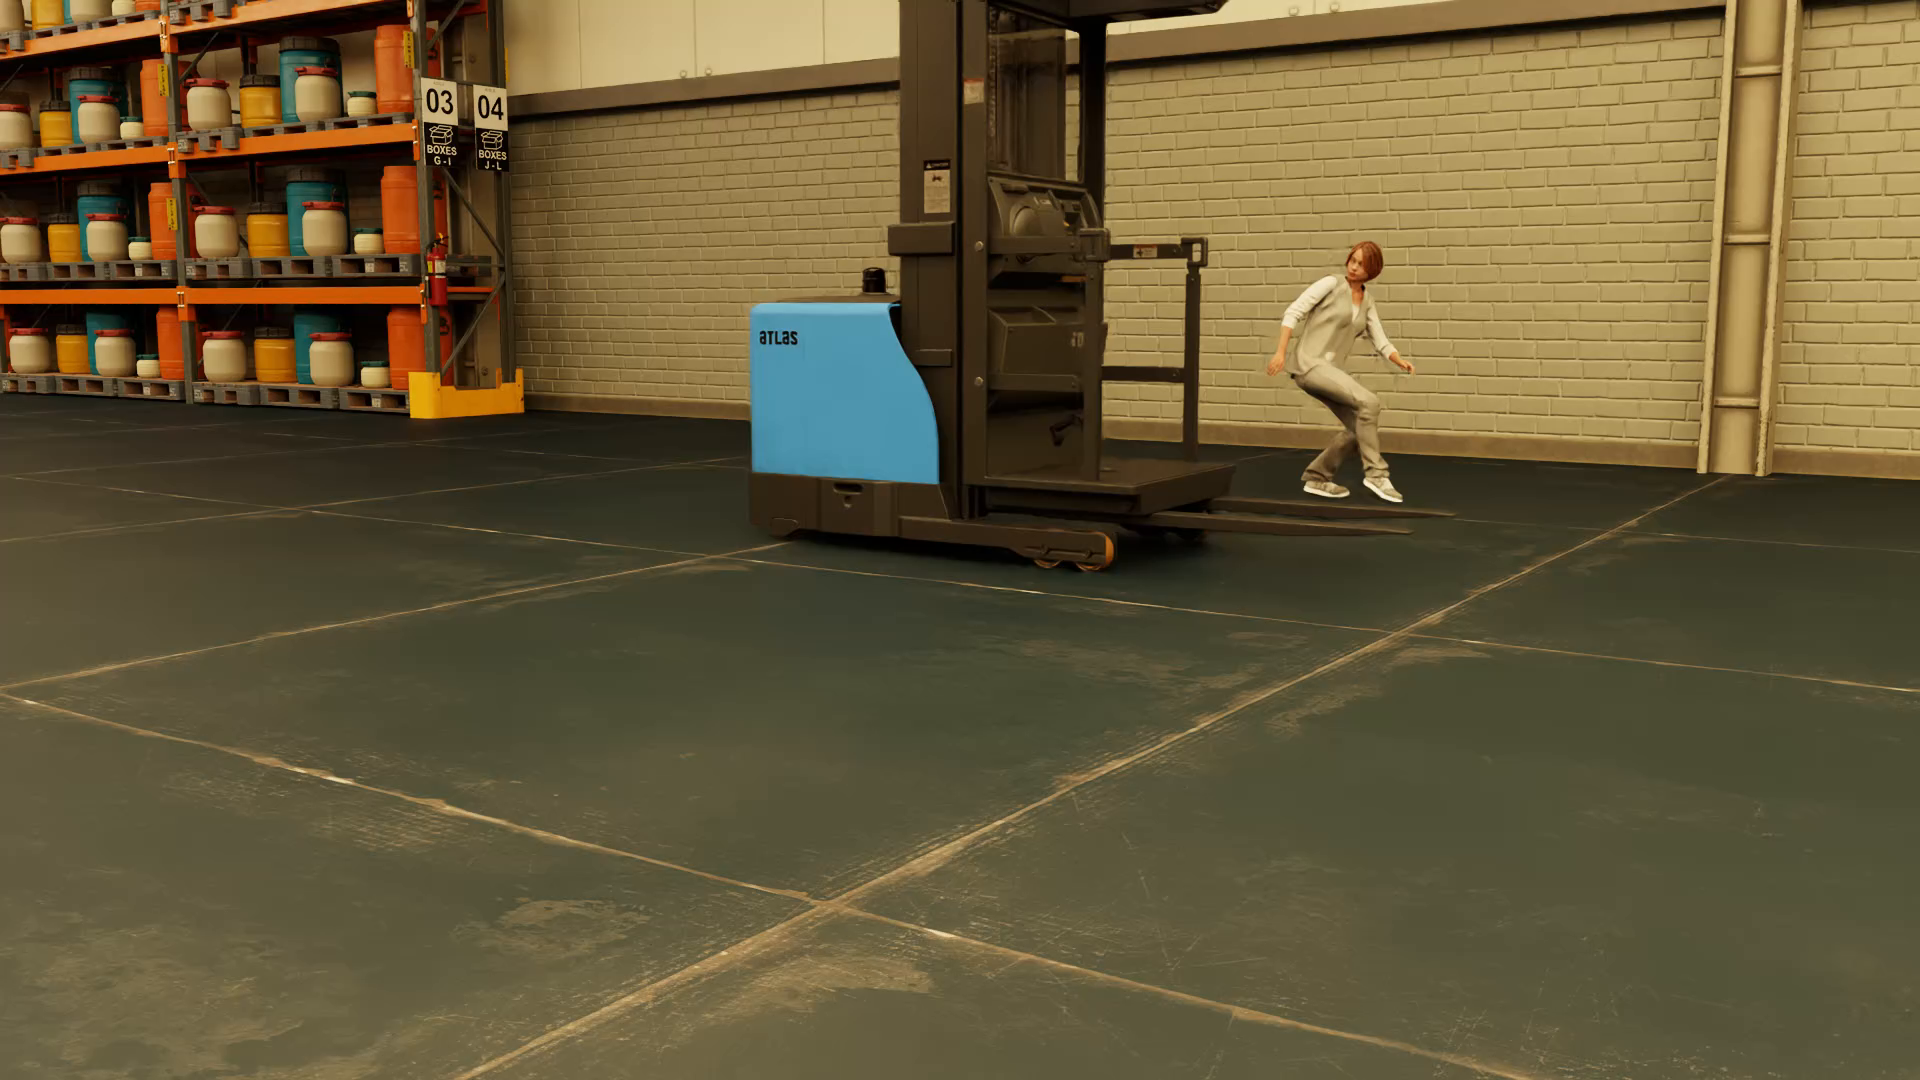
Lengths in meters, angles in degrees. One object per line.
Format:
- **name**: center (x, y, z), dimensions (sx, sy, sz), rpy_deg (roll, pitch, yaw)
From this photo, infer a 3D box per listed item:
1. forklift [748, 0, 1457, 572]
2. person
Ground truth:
- **forklift**: center (0.556, -1.407, 7.085), dimensions (3.031, 2.935, 1.130), rpy_deg (5, 9, 31)
- **person**: center (2.116, -0.909, 9.058), dimensions (0.688, 1.421, 0.636), rpy_deg (7, 11, 41)
